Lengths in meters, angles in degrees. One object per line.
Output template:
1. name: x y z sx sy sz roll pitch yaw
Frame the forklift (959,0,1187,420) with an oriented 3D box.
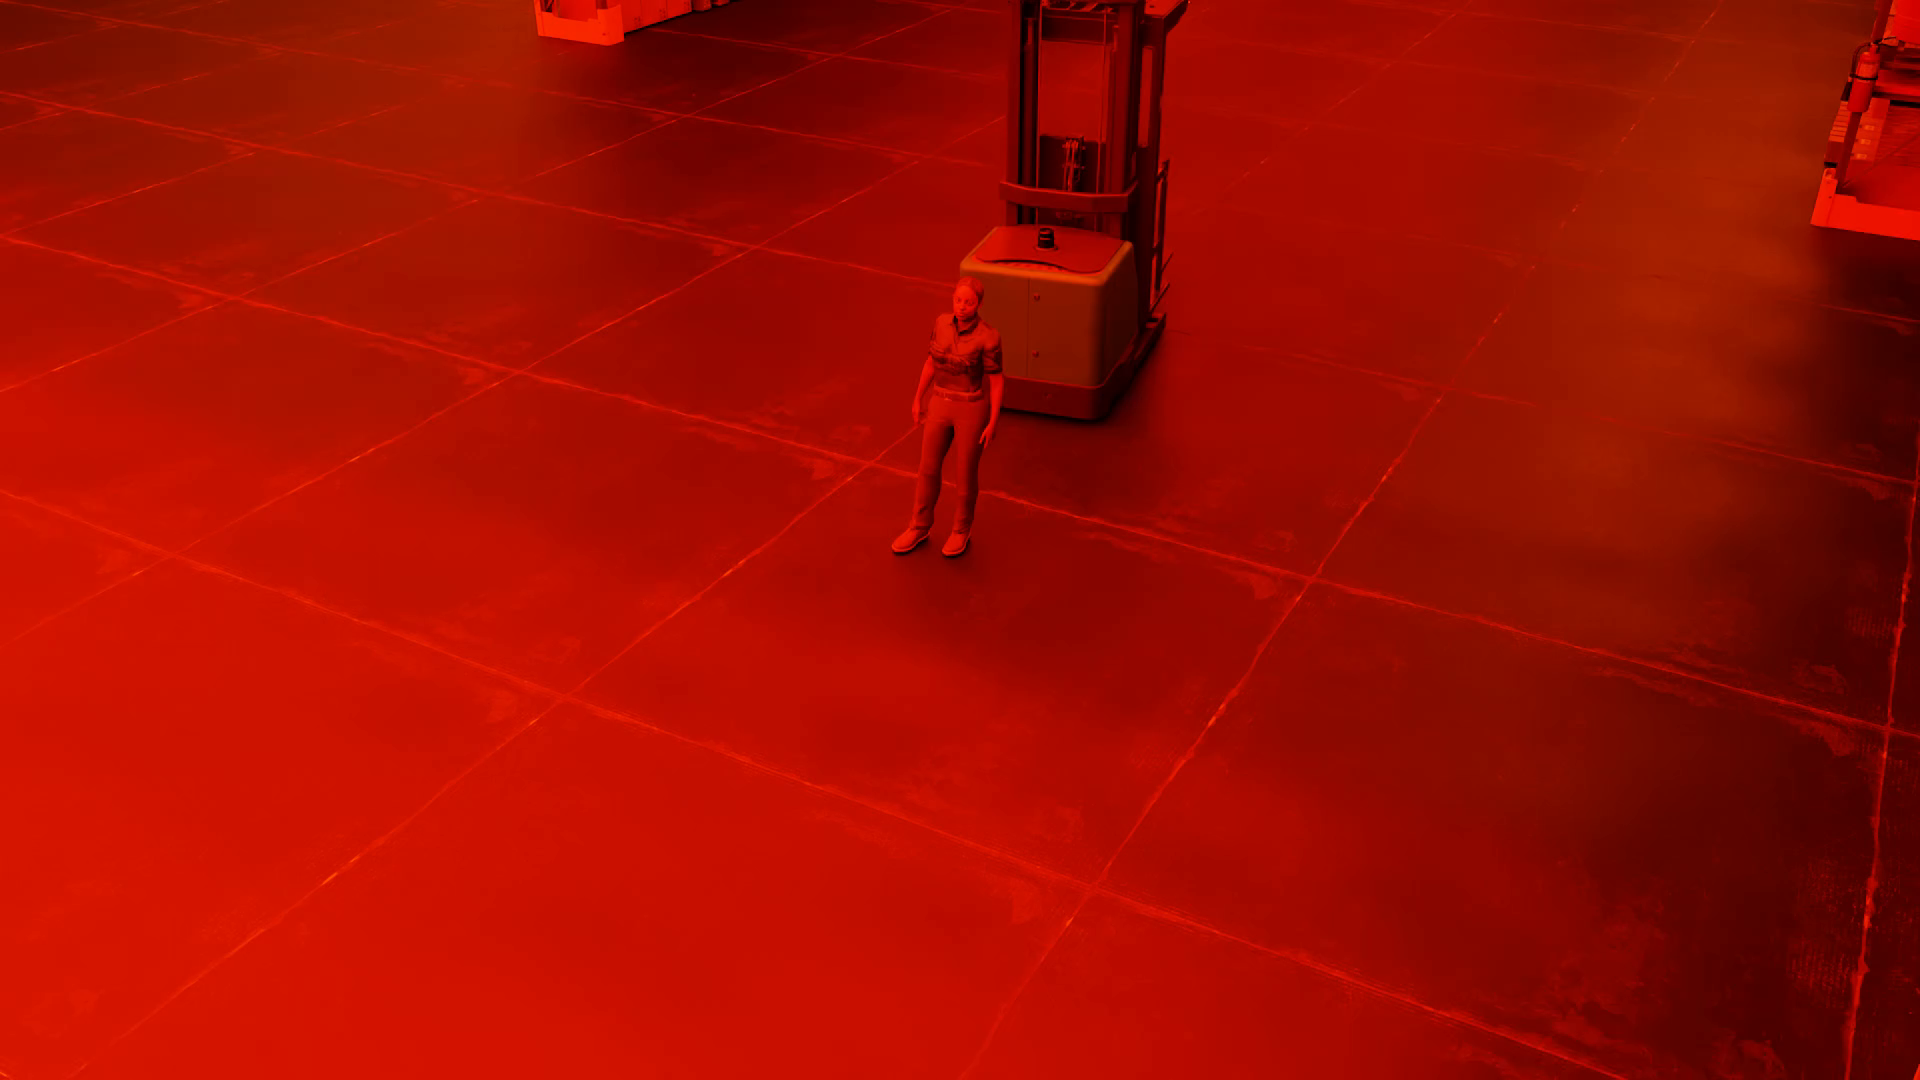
1. forklift: 0.941 -2.807 11.934 1.130 2.935 3.031 10 31 16

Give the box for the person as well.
1. person: -0.060 -0.690 9.527 0.569 1.656 0.503 15 33 25
